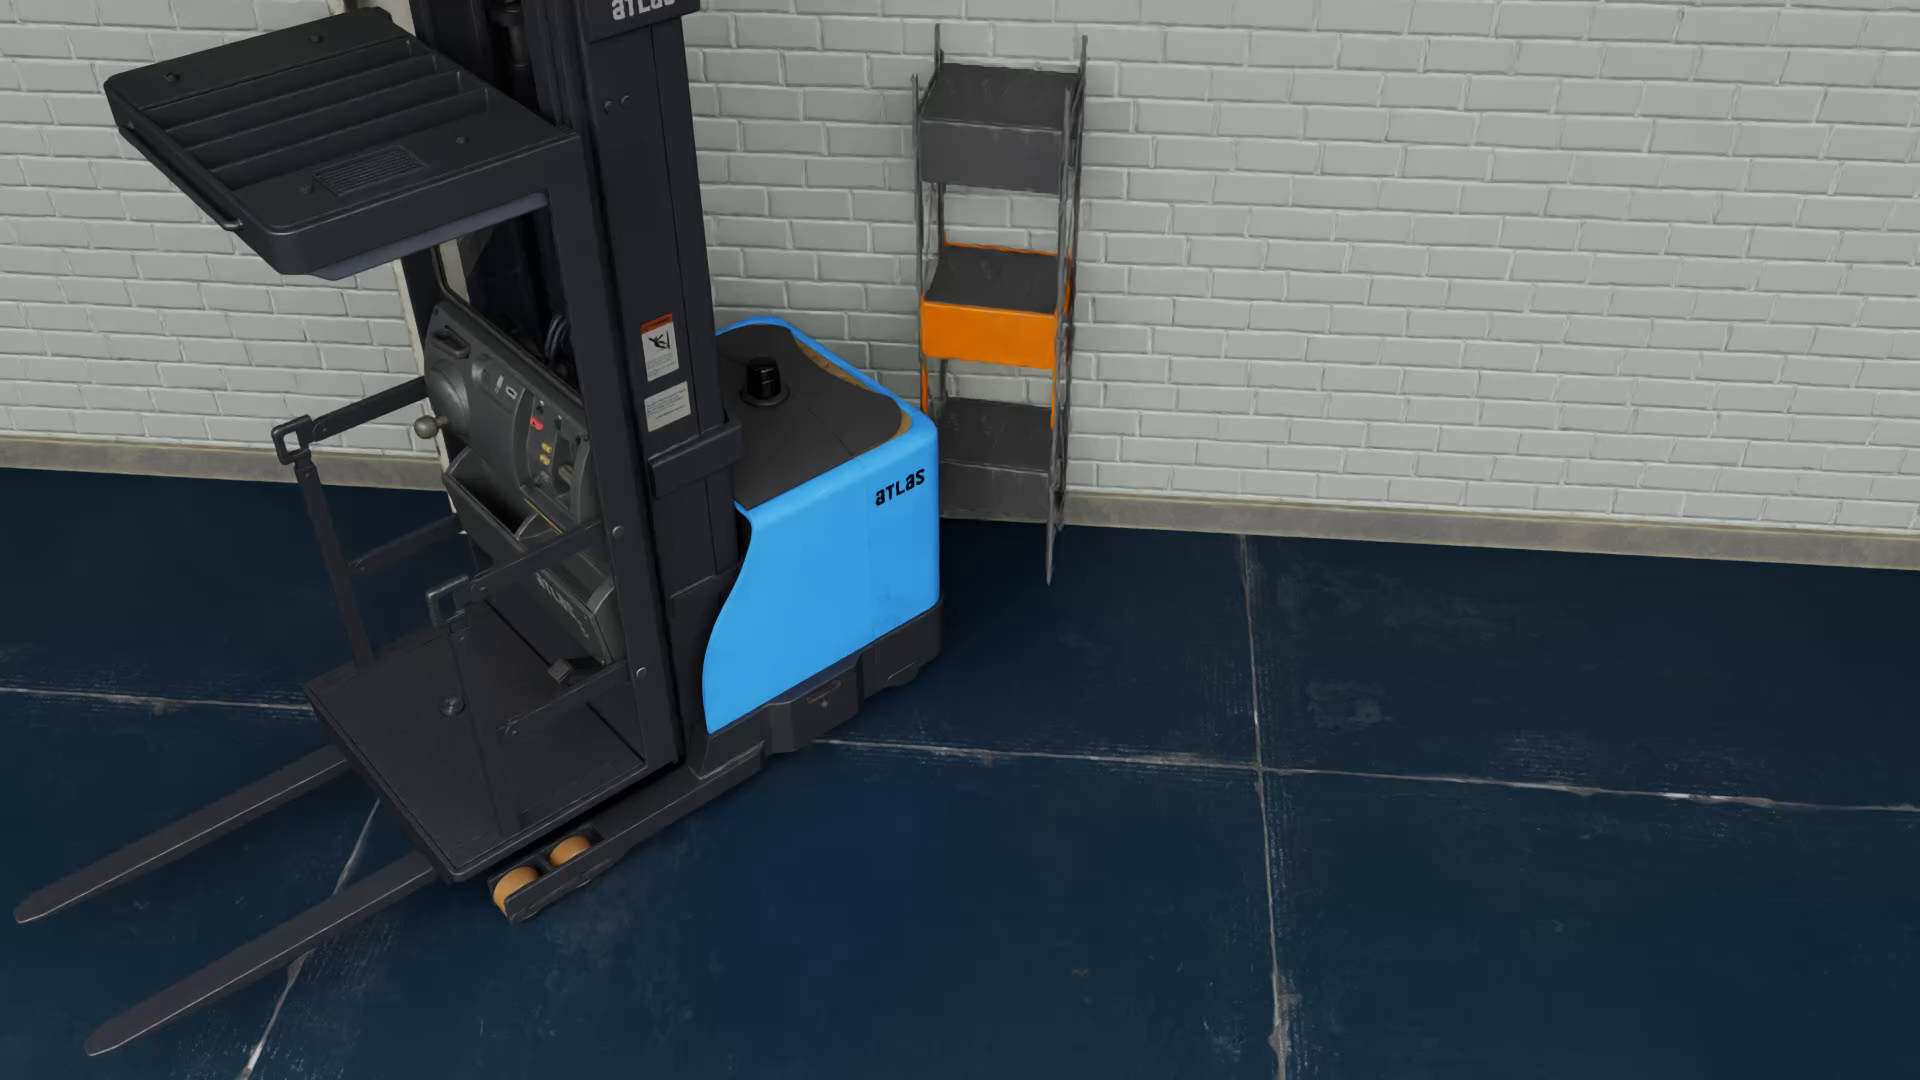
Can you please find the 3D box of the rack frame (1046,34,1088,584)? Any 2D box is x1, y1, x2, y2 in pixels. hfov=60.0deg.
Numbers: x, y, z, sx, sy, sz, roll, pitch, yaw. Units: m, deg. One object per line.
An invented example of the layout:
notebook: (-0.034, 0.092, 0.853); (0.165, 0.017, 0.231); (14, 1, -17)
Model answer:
rack frame: (0.378, -0.737, 5.976); (0.015, 2.100, 0.400); (7, 43, 8)

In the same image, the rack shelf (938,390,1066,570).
rack shelf: (0.143, -0.238, 6.491); (0.480, 0.518, 0.431); (7, 43, 8)

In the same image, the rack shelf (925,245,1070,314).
rack shelf: (0.137, -0.858, 5.929); (0.457, 0.174, 0.368); (7, 43, 8)

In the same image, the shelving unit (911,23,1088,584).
shelving unit: (0.138, -0.767, 6.012); (0.503, 2.100, 0.431); (7, 43, 8)

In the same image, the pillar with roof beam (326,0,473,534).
pillar with roof beam: (-2.216, -0.897, 0.723); (0.400, 9.000, 9.100); (3, 39, 4)

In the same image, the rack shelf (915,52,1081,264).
rack shelf: (0.134, -1.276, 5.551); (0.480, 0.518, 0.431); (7, 43, 8)

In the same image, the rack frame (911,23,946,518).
rack frame: (-0.101, -0.797, 6.047); (0.015, 2.100, 0.400); (7, 43, 8)

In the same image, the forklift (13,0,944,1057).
forklift: (-1.501, -0.311, 4.810); (3.031, 2.935, 1.130); (-29, 47, -31)
